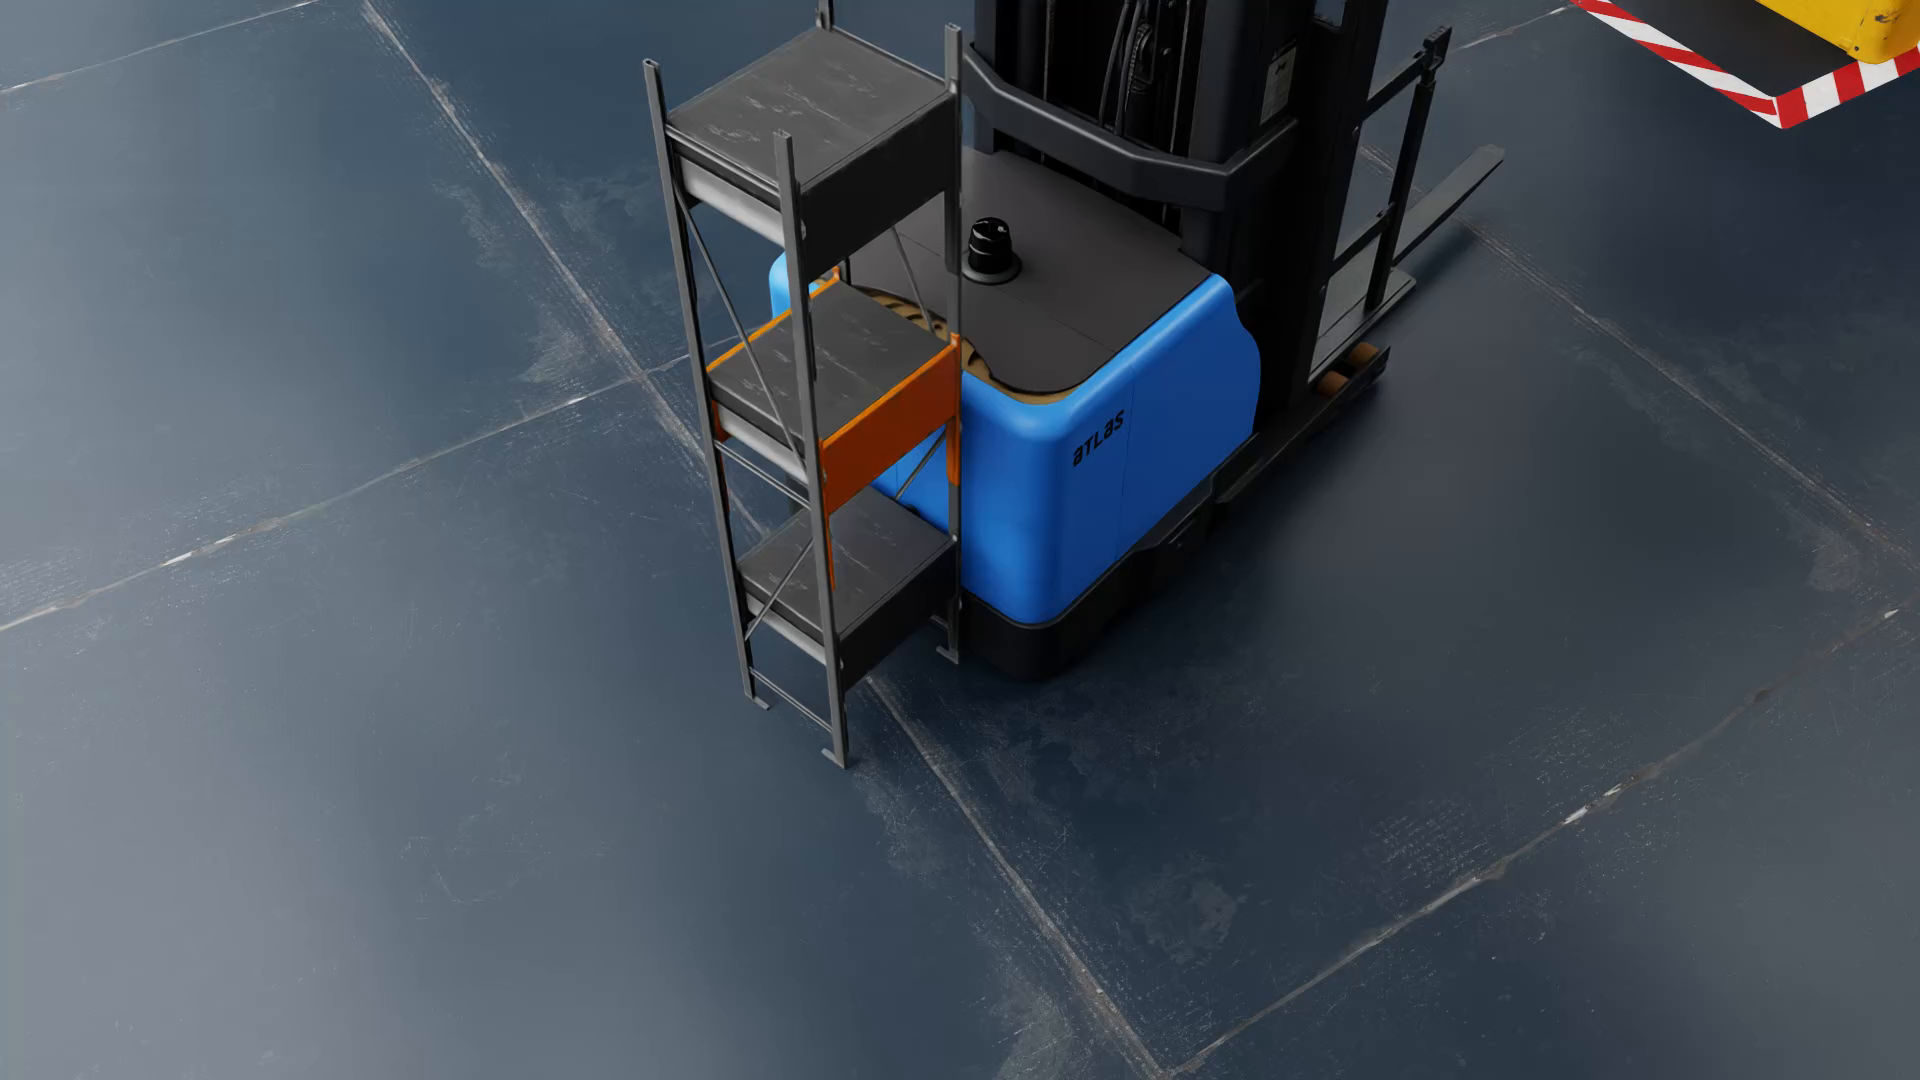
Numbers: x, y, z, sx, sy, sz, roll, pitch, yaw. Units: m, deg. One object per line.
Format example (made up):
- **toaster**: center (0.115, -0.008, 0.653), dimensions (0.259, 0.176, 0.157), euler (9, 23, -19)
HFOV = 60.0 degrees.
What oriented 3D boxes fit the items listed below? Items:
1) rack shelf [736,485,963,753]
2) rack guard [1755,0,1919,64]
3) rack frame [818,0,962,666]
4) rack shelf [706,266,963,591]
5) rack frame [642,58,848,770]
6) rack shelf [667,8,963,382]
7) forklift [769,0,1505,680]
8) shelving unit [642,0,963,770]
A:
- **rack shelf**: center (-0.311, 0.184, 4.636), dimensions (0.431, 0.518, 0.480), euler (33, 56, 26)
- **rack guard**: center (3.687, -2.600, 7.231), dimensions (0.348, 0.500, 1.175), euler (-25, 53, -21)
- **rack frame**: center (-0.152, -0.428, 4.225), dimensions (0.400, 2.100, 0.015), euler (33, 56, 26)
- **rack shelf**: center (-0.311, -0.281, 4.113), dimensions (0.431, 0.518, 0.480), euler (33, 56, 26)
- **rack frame**: center (-0.471, -0.153, 3.980), dimensions (0.400, 2.100, 0.015), euler (33, 56, 26)
- **rack shelf**: center (-0.311, -0.747, 3.590), dimensions (0.431, 0.518, 0.480), euler (33, 56, 26)
- **forklift**: center (0.809, -1.600, 4.713), dimensions (1.130, 2.935, 3.031), euler (33, 56, 26)
- **shelving unit**: center (-0.311, -0.290, 4.103), dimensions (0.431, 2.100, 0.503), euler (33, 56, 26)
